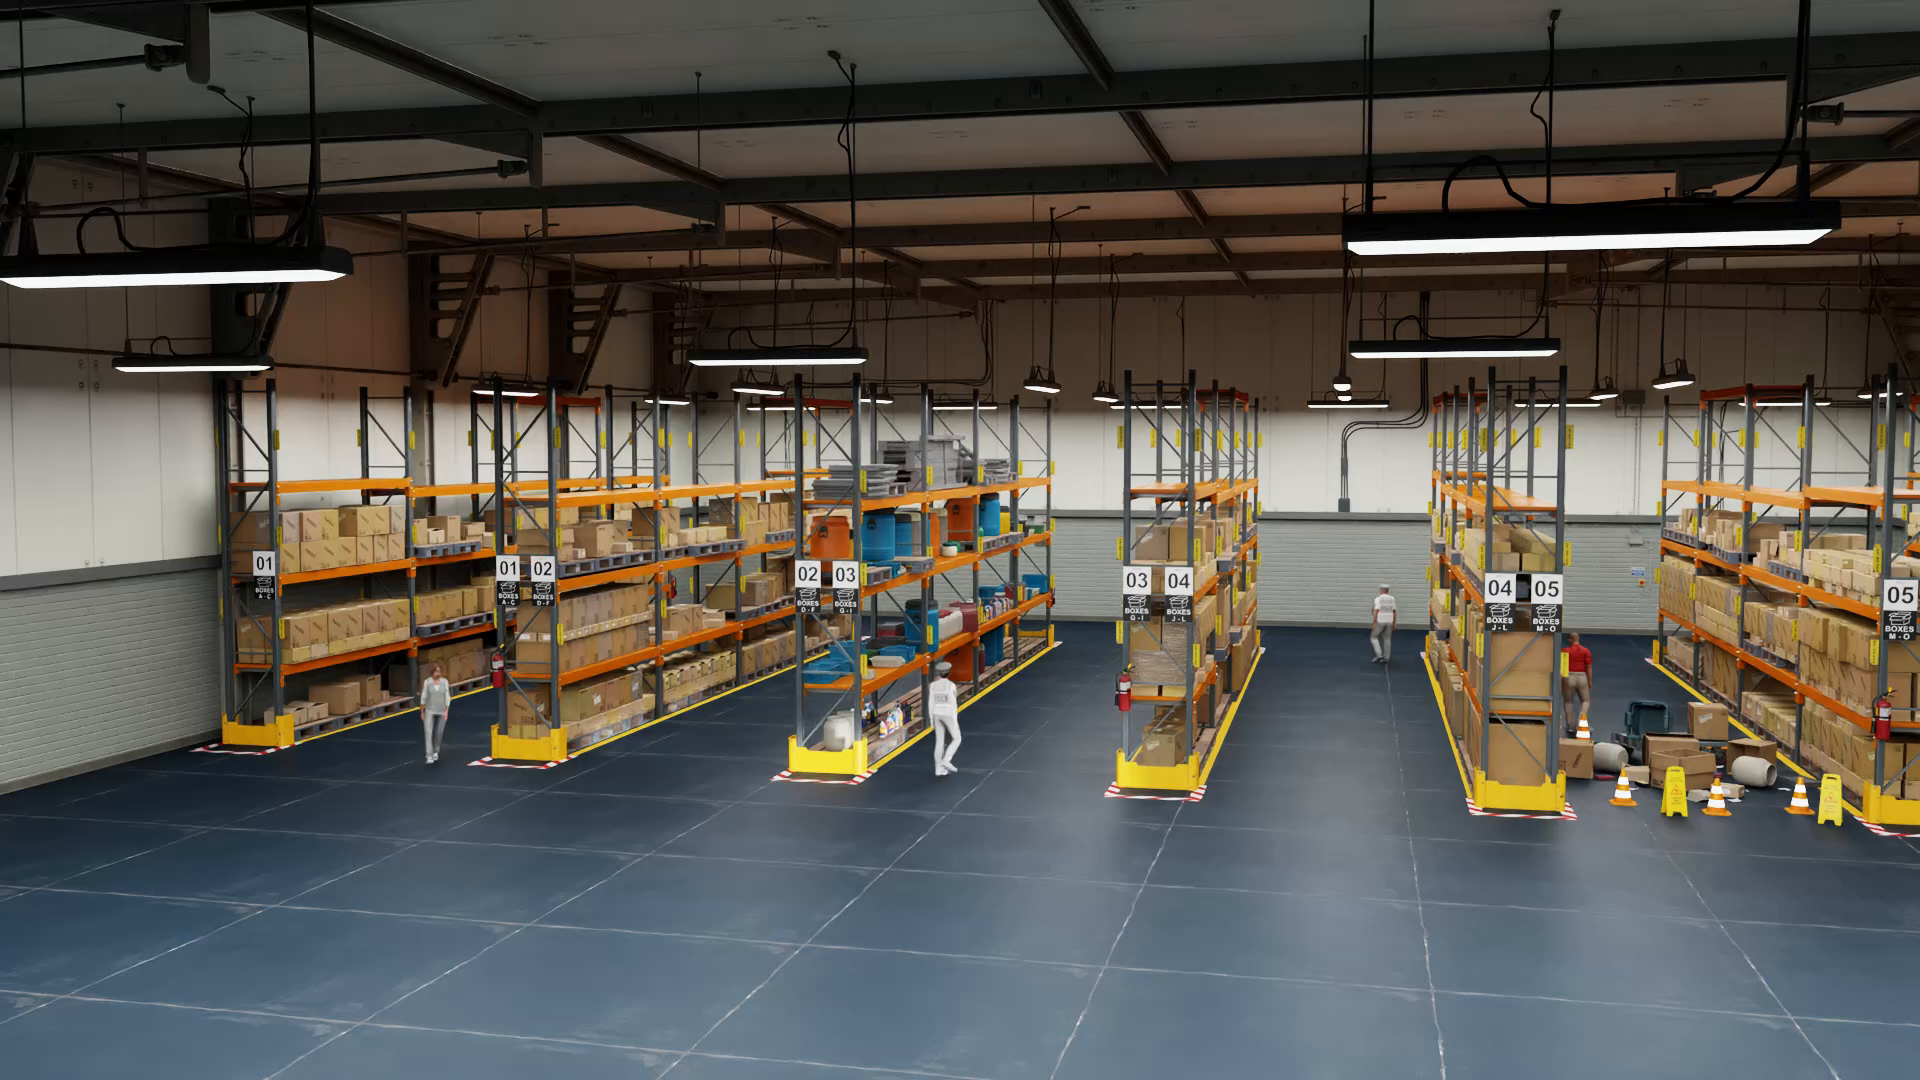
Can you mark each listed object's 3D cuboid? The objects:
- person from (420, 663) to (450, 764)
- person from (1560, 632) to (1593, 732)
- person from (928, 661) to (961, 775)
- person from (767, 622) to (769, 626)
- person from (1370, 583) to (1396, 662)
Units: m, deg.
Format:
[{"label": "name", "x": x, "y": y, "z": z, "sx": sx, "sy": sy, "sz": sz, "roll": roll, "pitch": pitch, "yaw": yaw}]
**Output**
[{"label": "person", "x": -8.076, "y": 2.674, "z": 25.606, "sx": 0.456, "sy": 1.549, "sz": 0.937, "roll": -2, "pitch": 4, "yaw": -29}, {"label": "person", "x": 10.532, "y": 2.439, "z": 28.449, "sx": 0.579, "sy": 1.723, "sz": 0.557, "roll": 1, "pitch": 4, "yaw": 13}, {"label": "person", "x": -0.246, "y": 2.664, "z": 24.849, "sx": 0.514, "sy": 1.674, "sz": 0.432, "roll": 2, "pitch": 4, "yaw": 30}, {"label": "person", "x": -4.985, "y": 1.669, "z": 41.766, "sx": 0.648, "sy": 1.669, "sz": 0.482, "roll": -2, "pitch": 4, "yaw": -34}, {"label": "person", "x": 9.562, "y": 1.890, "z": 37.514, "sx": 0.576, "sy": 1.805, "sz": 0.410, "roll": -1, "pitch": 4, "yaw": -15}]
